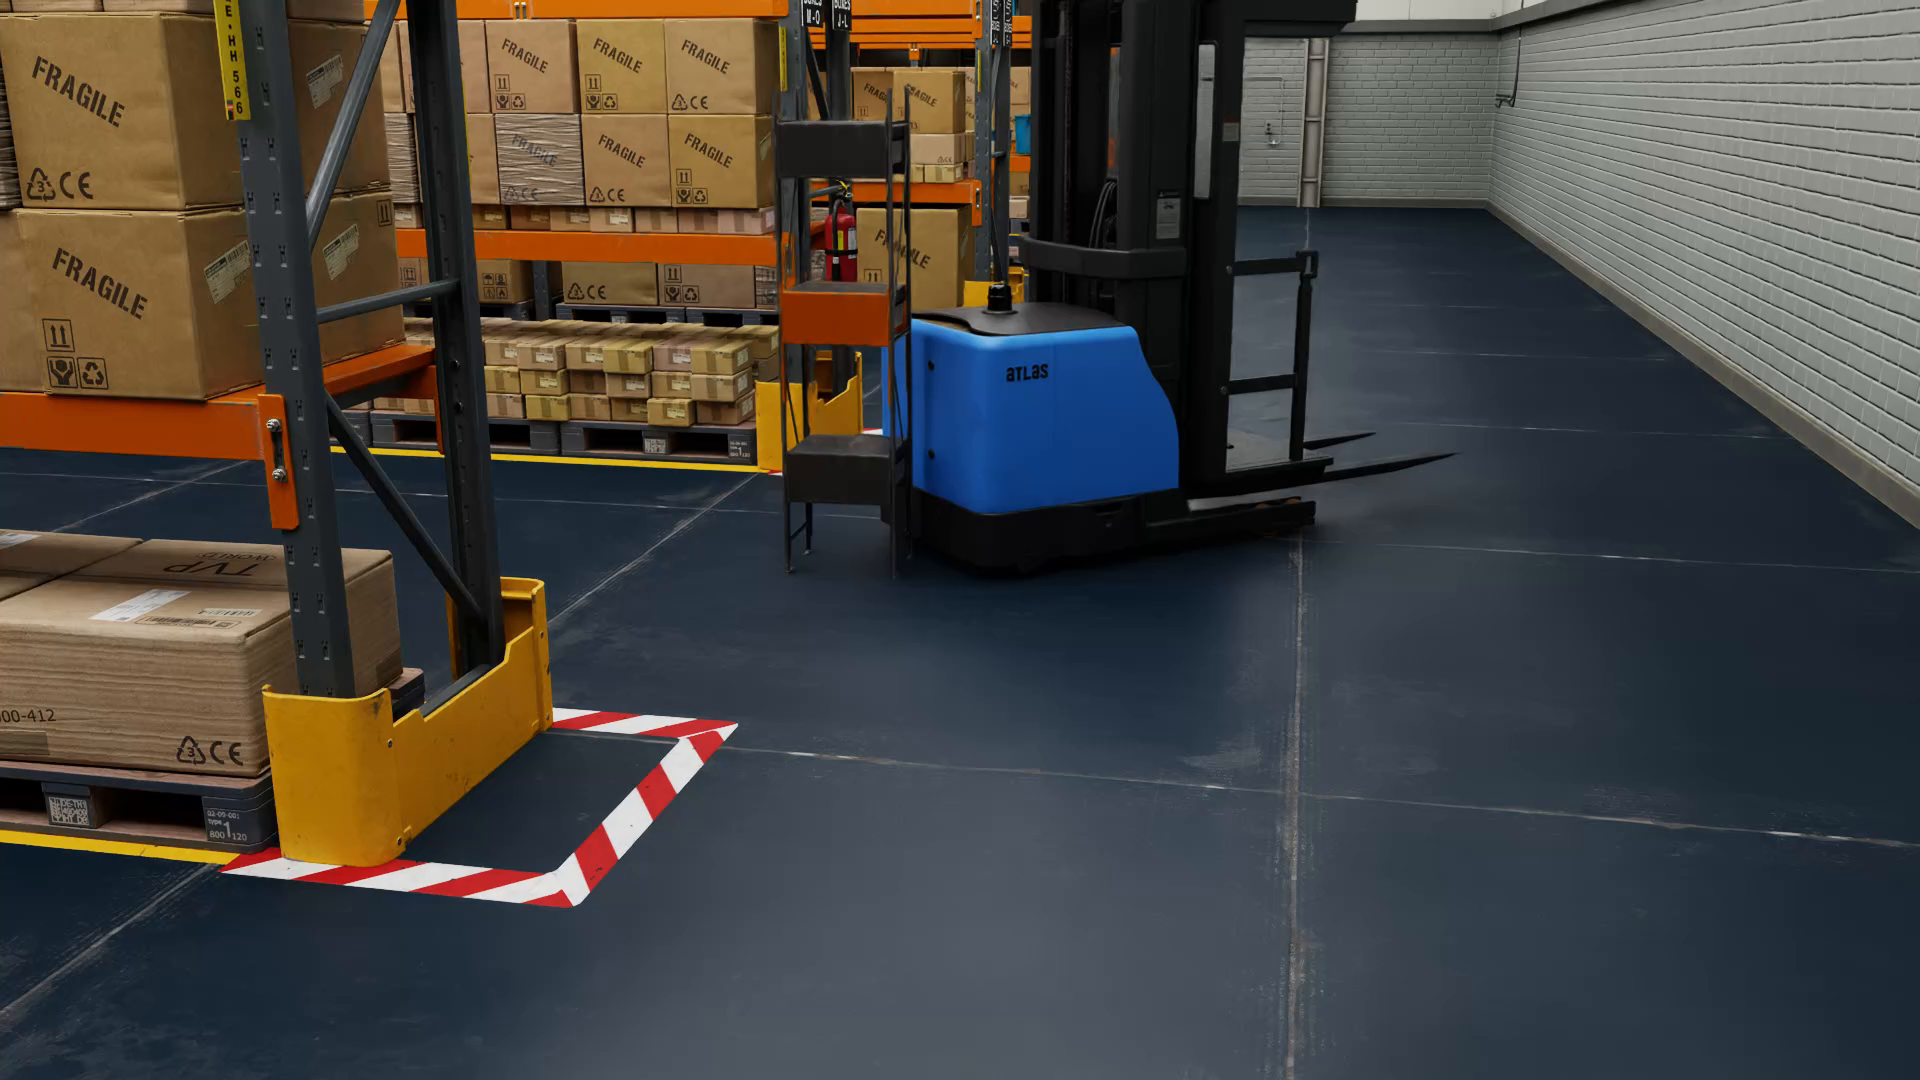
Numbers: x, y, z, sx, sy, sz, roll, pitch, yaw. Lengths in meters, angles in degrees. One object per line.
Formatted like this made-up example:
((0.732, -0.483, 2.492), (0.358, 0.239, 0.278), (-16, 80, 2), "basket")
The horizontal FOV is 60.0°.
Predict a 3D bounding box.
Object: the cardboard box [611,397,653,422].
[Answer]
((-1.878, -0.811, 9.856), (0.250, 0.149, 0.380), (3, 16, 11), "cardboard box")

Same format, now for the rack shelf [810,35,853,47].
((-3.621, -7.287, 24.408), (4.000, 0.370, 1.077), (3, 16, 11), "rack shelf")

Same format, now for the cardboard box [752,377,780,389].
((-1.257, -0.926, 10.269), (0.250, 0.149, 0.380), (3, 16, 12), "cardboard box")

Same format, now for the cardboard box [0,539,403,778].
((-2.361, 0.338, 5.165), (0.875, 0.438, 0.875), (3, 16, 9), "cardboard box")

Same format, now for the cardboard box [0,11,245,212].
((-2.214, -1.179, 4.568), (0.500, 0.500, 0.500), (4, 16, 13), "cardboard box")

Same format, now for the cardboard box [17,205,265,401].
((-2.220, -0.690, 4.676), (0.500, 0.500, 0.500), (3, 16, 11), "cardboard box")

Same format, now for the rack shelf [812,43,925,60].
((-2.638, -8.583, 29.087), (4.000, 0.370, 1.077), (3, 16, 11), "rack shelf")

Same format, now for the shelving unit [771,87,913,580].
((-0.499, -0.899, 7.303), (0.503, 2.100, 0.431), (3, 16, 10), "shelving unit")

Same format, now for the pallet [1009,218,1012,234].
((0.210, -4.637, 24.336), (1.213, 0.211, 1.003), (3, 16, 11), "pallet")

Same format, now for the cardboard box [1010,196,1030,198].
((0.802, -4.912, 24.433), (0.500, 0.250, 0.500), (3, 16, 11), "cardboard box")

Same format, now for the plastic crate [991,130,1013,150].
((0.446, -4.656, 19.382), (0.300, 0.233, 0.416), (3, 16, 11), "plastic crate")

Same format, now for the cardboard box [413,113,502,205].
((-2.788, -2.216, 9.629), (0.500, 0.500, 0.500), (4, 16, 14), "cardboard box")

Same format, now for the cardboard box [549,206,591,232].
((-2.175, -1.870, 9.593), (0.250, 0.149, 0.380), (2, 16, 9), "cardboard box")

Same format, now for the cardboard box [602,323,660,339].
((-2.028, -1.239, 10.286), (0.250, 0.149, 0.380), (2, 16, 8), "cardboard box")

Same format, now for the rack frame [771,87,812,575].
((-0.739, -0.910, 7.344), (0.015, 2.100, 0.400), (3, 16, 10), "rack frame")

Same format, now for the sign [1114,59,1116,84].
((2.128, -6.435, 22.844), (0.005, 0.325, 0.100), (3, 16, 11), "sign")

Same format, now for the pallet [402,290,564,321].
((-4.410, -2.168, 15.423), (1.213, 0.211, 1.003), (3, 16, 11), "pallet")

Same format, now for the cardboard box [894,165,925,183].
((-0.389, -3.103, 14.045), (0.250, 0.149, 0.380), (3, 16, 12), "cardboard box")

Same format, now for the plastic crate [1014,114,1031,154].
((0.902, -4.588, 18.759), (0.499, 0.435, 0.616), (3, 16, 11), "plastic crate")

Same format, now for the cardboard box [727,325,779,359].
((-1.253, -1.218, 10.208), (0.250, 0.149, 0.380), (2, 16, 9), "cardboard box")

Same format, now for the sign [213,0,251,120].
((-1.816, -1.216, 4.151), (0.005, 0.325, 0.100), (3, 16, 11), "sign")

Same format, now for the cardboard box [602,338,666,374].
((-1.890, -1.072, 9.681), (0.250, 0.149, 0.380), (3, 16, 10), "cardboard box")

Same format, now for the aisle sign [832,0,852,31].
((-0.676, -3.313, 9.463), (0.004, 0.787, 0.394), (3, 16, 11), "aisle sign")

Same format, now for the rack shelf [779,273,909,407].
((-0.499, -0.886, 7.307), (0.480, 0.518, 0.431), (3, 16, 10), "rack shelf")

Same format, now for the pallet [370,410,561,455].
((-2.862, -0.764, 10.354), (1.213, 0.211, 1.003), (3, 16, 11), "pallet")

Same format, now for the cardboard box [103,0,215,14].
((-2.086, -1.495, 4.493), (0.250, 0.149, 0.380), (3, 16, 12), "cardboard box")

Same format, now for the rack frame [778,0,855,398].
((-0.807, -1.986, 9.541), (0.127, 3.000, 1.000), (3, 16, 11), "rack frame")

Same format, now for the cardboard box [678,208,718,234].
((-1.419, -1.831, 9.454), (0.250, 0.149, 0.380), (3, 16, 11), "cardboard box")

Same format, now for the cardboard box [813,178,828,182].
((-1.135, -3.143, 14.192), (0.250, 0.149, 0.380), (3, 16, 10), "cardboard box")

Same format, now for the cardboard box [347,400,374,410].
((-3.661, -0.909, 10.209), (0.250, 0.149, 0.380), (3, 16, 10), "cardboard box")

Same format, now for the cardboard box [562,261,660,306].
((-3.008, -2.613, 14.999), (0.875, 0.875, 0.875), (3, 16, 11), "cardboard box")

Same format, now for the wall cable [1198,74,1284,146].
((4.685, -7.834, 28.751), (1.851, 1.984, 0.084), (3, 16, 11), "wall cable")

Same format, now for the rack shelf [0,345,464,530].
((-3.654, -0.445, 5.327), (4.000, 0.370, 1.077), (3, 16, 11), "rack shelf")

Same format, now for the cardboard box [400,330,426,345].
((-3.421, -1.168, 10.027), (0.250, 0.149, 0.380), (3, 16, 12), "cardboard box")

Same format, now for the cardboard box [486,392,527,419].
((-2.649, -0.838, 9.952), (0.250, 0.149, 0.380), (3, 16, 12), "cardboard box")

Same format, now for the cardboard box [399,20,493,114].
((-2.832, -2.698, 9.495), (0.500, 0.500, 0.500), (3, 16, 9), "cardboard box")

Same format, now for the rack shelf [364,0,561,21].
((-5.599, -4.696, 15.054), (4.000, 0.370, 1.077), (3, 16, 11), "rack shelf")

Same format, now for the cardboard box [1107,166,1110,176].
((2.536, -6.174, 28.557), (0.500, 0.500, 0.700), (3, 16, 11), "cardboard box")

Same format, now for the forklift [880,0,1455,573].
((1.149, -1.533, 8.037), (3.031, 2.935, 1.130), (-9, 18, -29), "forklift")

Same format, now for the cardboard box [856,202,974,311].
((-0.363, -2.469, 14.481), (0.875, 0.875, 0.875), (3, 16, 11), "cardboard box")

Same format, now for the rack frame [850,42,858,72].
((-1.662, -6.082, 24.329), (0.127, 3.000, 1.000), (3, 16, 11), "rack frame")

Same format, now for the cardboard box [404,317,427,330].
((-3.584, -1.314, 10.556), (0.250, 0.149, 0.380), (4, 16, 13), "cardboard box")

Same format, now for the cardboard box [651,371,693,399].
((-1.626, -0.939, 9.759), (0.250, 0.149, 0.380), (3, 16, 10), "cardboard box")

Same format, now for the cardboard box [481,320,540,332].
((-2.812, -1.271, 10.400), (0.250, 0.149, 0.380), (3, 16, 11), "cardboard box")

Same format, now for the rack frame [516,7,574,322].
((-3.639, -3.491, 14.974), (0.127, 3.000, 1.000), (3, 16, 11), "rack frame")

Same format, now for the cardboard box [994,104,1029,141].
((0.768, -5.924, 23.573), (0.500, 0.500, 0.500), (3, 16, 12), "cardboard box")

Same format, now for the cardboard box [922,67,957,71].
((-0.247, -6.458, 23.628), (0.500, 0.500, 0.500), (3, 16, 9), "cardboard box")

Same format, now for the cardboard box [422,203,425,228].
((-2.942, -1.917, 9.765), (0.250, 0.149, 0.380), (4, 16, 13), "cardboard box")

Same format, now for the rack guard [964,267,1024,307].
((0.304, -2.072, 14.535), (0.348, 0.500, 1.175), (3, 16, 11), "rack guard")

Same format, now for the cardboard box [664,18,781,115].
((-1.305, -2.618, 9.208), (0.500, 0.500, 0.500), (3, 16, 10), "cardboard box")

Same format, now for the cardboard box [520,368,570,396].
((-2.401, -0.962, 9.843), (0.250, 0.149, 0.380), (3, 16, 12), "cardboard box")

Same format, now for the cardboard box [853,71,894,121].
((-0.626, -3.833, 14.529), (0.500, 0.500, 0.500), (3, 16, 10), "cardboard box")

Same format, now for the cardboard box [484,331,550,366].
((-2.642, -1.145, 9.945), (0.250, 0.149, 0.380), (3, 16, 9), "cardboard box")

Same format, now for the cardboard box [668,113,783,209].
((-1.299, -2.134, 9.331), (0.500, 0.500, 0.500), (3, 16, 12), "cardboard box")
